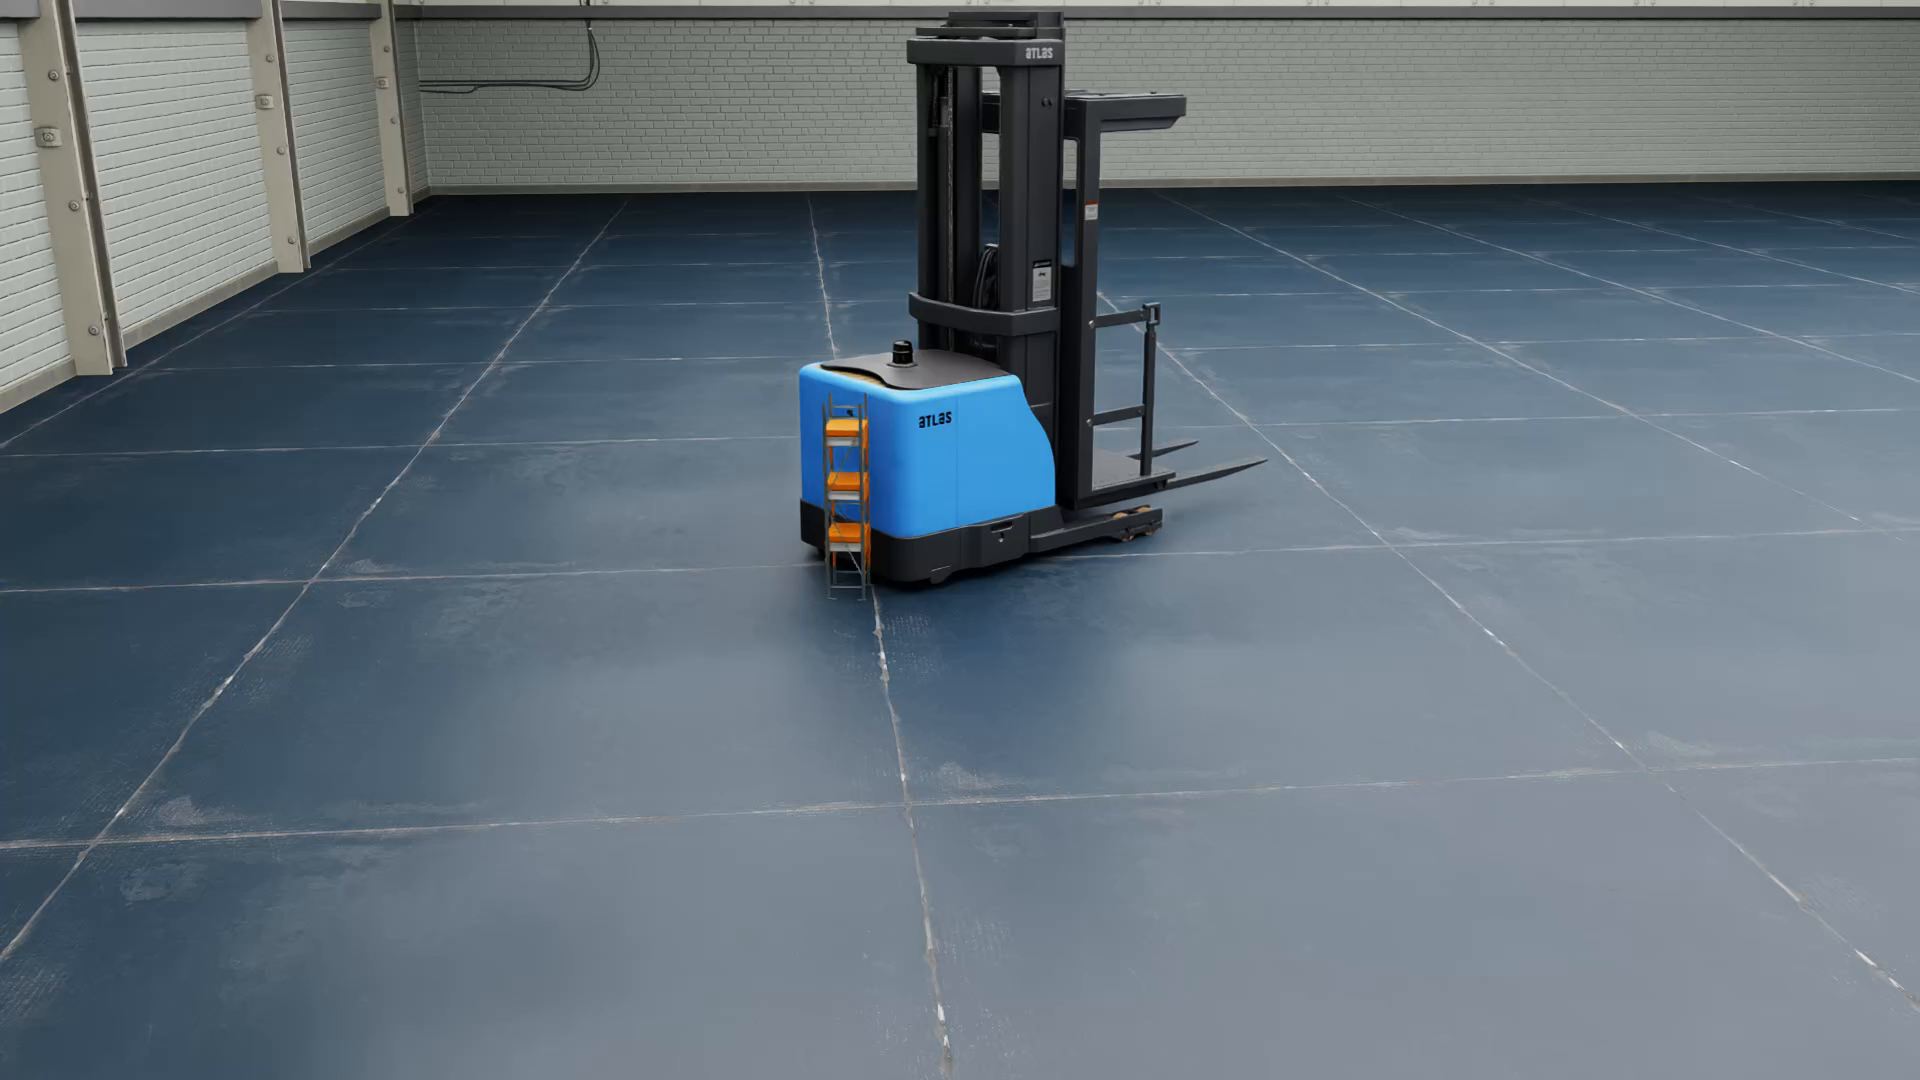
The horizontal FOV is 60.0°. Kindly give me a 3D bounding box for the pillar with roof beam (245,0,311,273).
[{"bbox_3d":[-3.748,-7.677,19.106,9.100,9.000,0.400,-2,18,-6],"label":"pillar with roof beam"}]

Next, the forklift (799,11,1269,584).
[{"bbox_3d":[0.568,-1.501,9.564,3.031,2.935,1.130,-13,22,-36],"label":"forklift"}]

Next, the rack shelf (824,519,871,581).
[{"bbox_3d":[-0.587,0.051,8.726,0.215,0.259,0.240,1,17,3],"label":"rack shelf"}]

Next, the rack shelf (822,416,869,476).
[{"bbox_3d":[-0.587,-0.485,8.557,0.215,0.259,0.240,1,17,3],"label":"rack shelf"}]

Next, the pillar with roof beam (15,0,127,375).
[{"bbox_3d":[-3.129,-5.889,13.412,9.100,9.000,0.400,-2,18,-6],"label":"pillar with roof beam"}]

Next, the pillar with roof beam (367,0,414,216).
[{"bbox_3d":[-4.367,-9.464,24.800,9.100,9.000,0.400,-2,18,-6],"label":"pillar with roof beam"}]

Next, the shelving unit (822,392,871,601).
[{"bbox_3d":[-0.587,-0.224,8.639,0.215,1.050,0.252,1,17,3],"label":"shelving unit"}]

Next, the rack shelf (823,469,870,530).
[{"bbox_3d":[-0.587,-0.214,8.642,0.215,0.259,0.240,1,17,3],"label":"rack shelf"}]

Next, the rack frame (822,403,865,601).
[{"bbox_3d":[-0.594,-0.188,8.523,0.200,1.050,0.008,1,17,3],"label":"rack frame"}]

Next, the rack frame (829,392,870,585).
[{"bbox_3d":[-0.580,-0.261,8.755,0.200,1.050,0.008,1,17,3],"label":"rack frame"}]

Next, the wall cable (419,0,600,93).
[{"bbox_3d":[-7.638,-8.768,27.767,3.097,2.526,0.112,-2,18,-6],"label":"wall cable"}]
